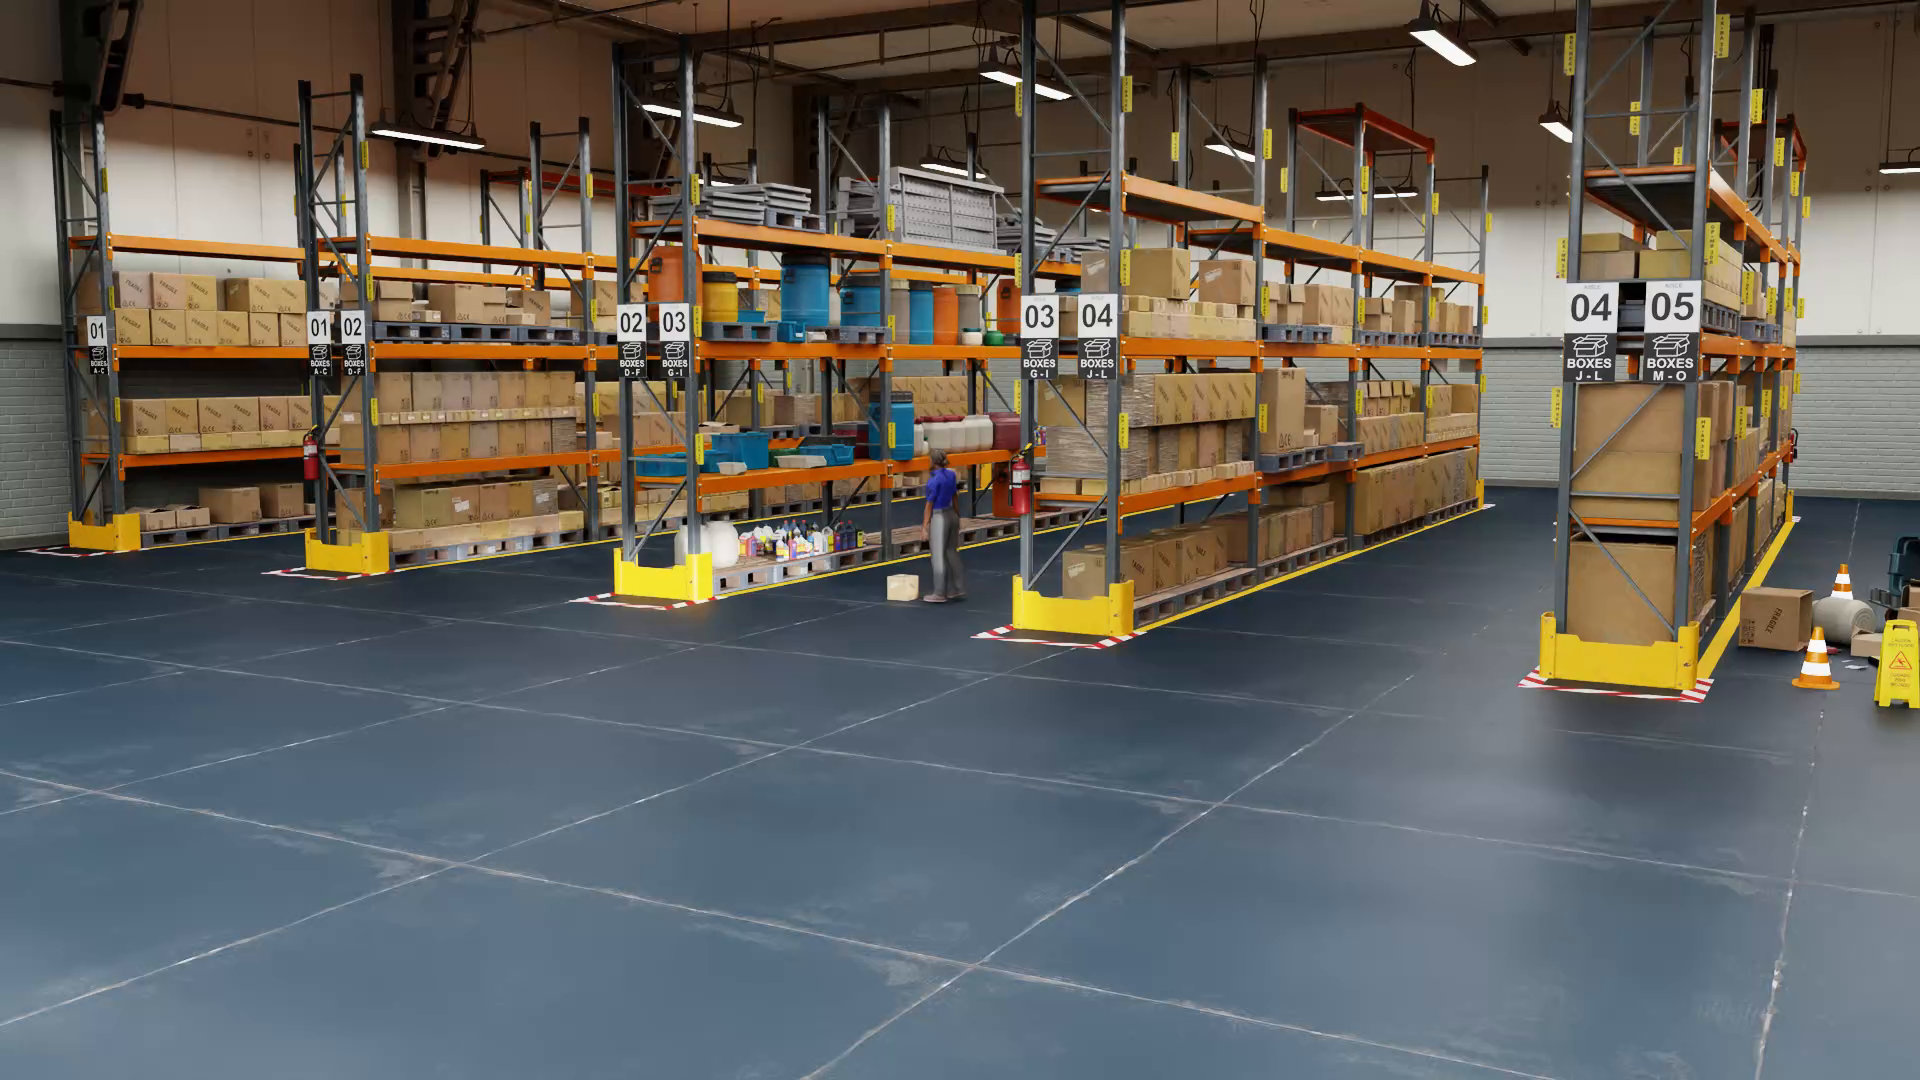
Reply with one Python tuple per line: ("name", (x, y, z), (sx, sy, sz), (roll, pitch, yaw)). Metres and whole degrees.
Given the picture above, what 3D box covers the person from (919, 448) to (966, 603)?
("person", (-0.198, -0.163, 17.890), (0.372, 1.663, 0.606), (3, 7, 28))
